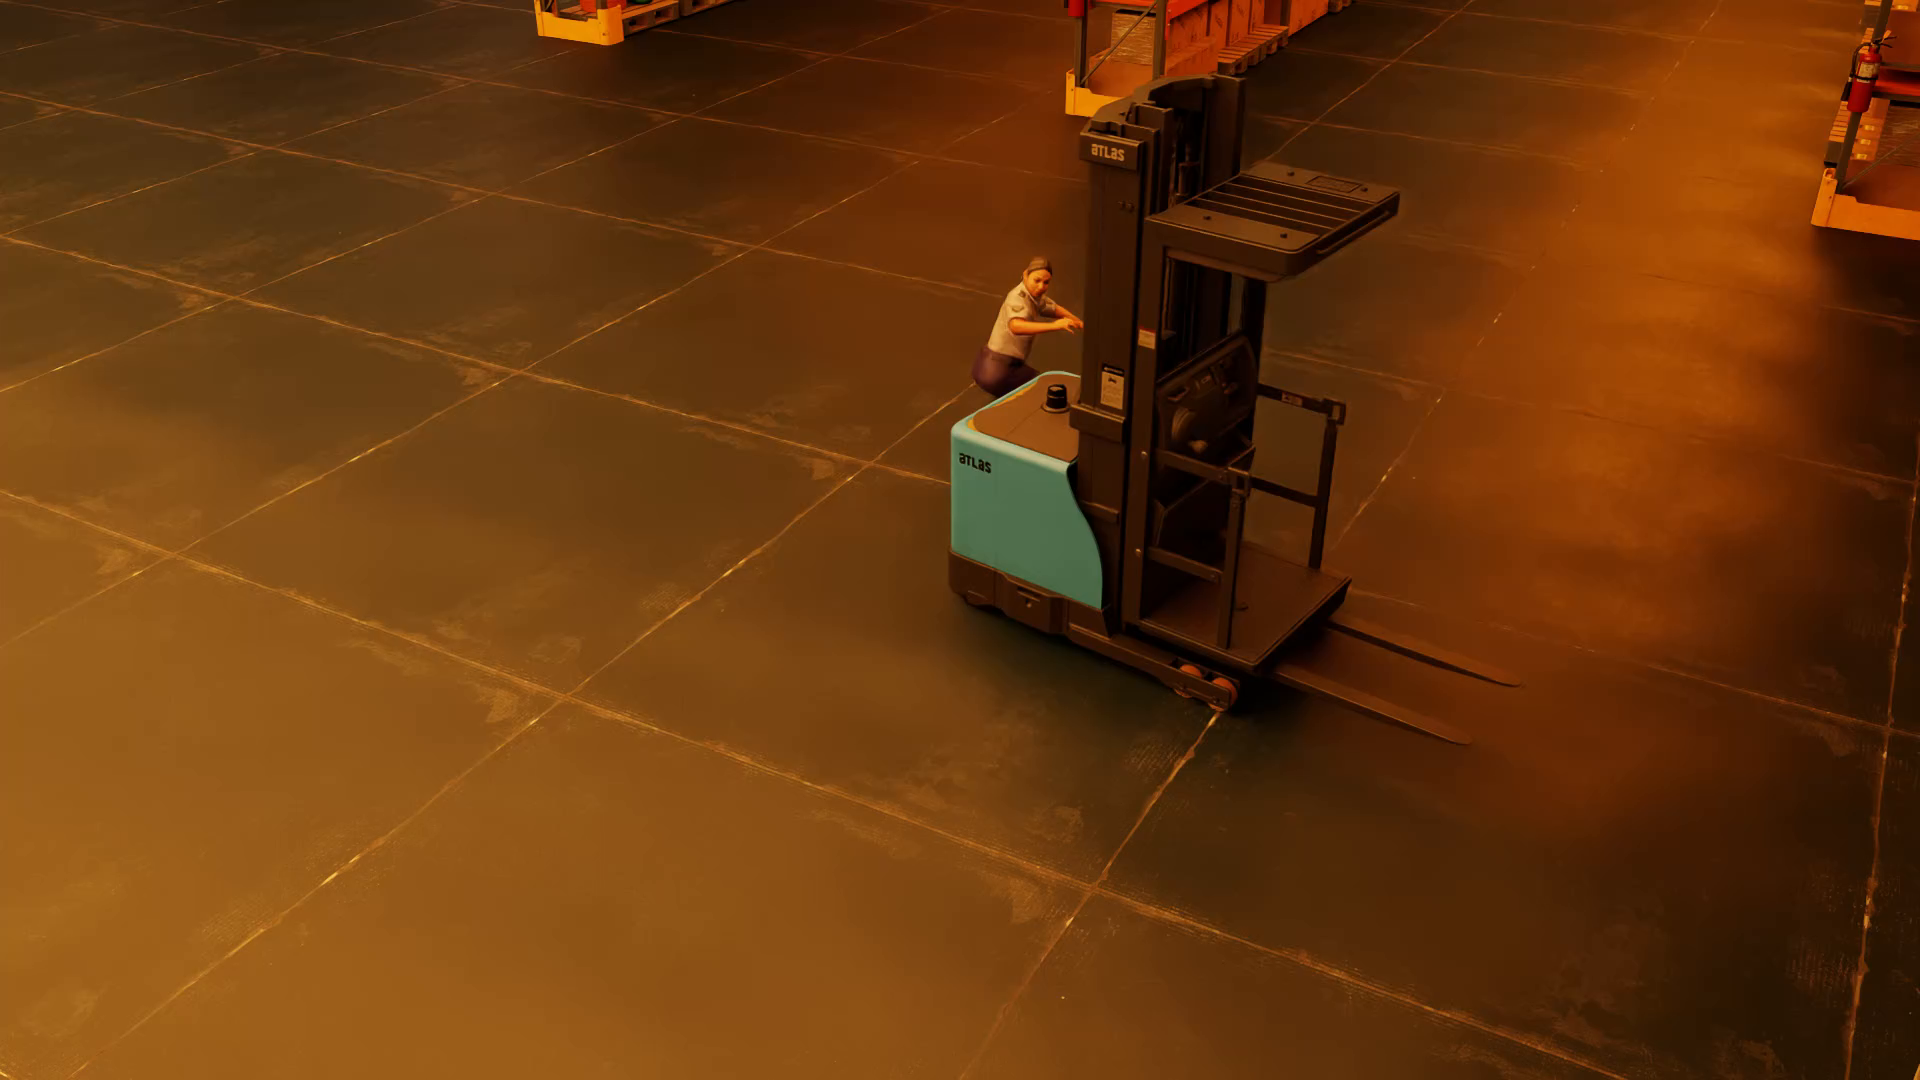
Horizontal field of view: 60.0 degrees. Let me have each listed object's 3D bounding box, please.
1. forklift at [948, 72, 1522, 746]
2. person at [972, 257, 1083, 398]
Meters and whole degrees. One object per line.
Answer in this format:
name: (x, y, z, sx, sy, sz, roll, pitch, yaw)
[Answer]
forklift: (1.412, -0.697, 8.278, 3.031, 2.935, 1.130, 21, 36, 32)
person: (0.544, -1.124, 10.592, 0.922, 1.386, 0.730, -4, 30, -6)
